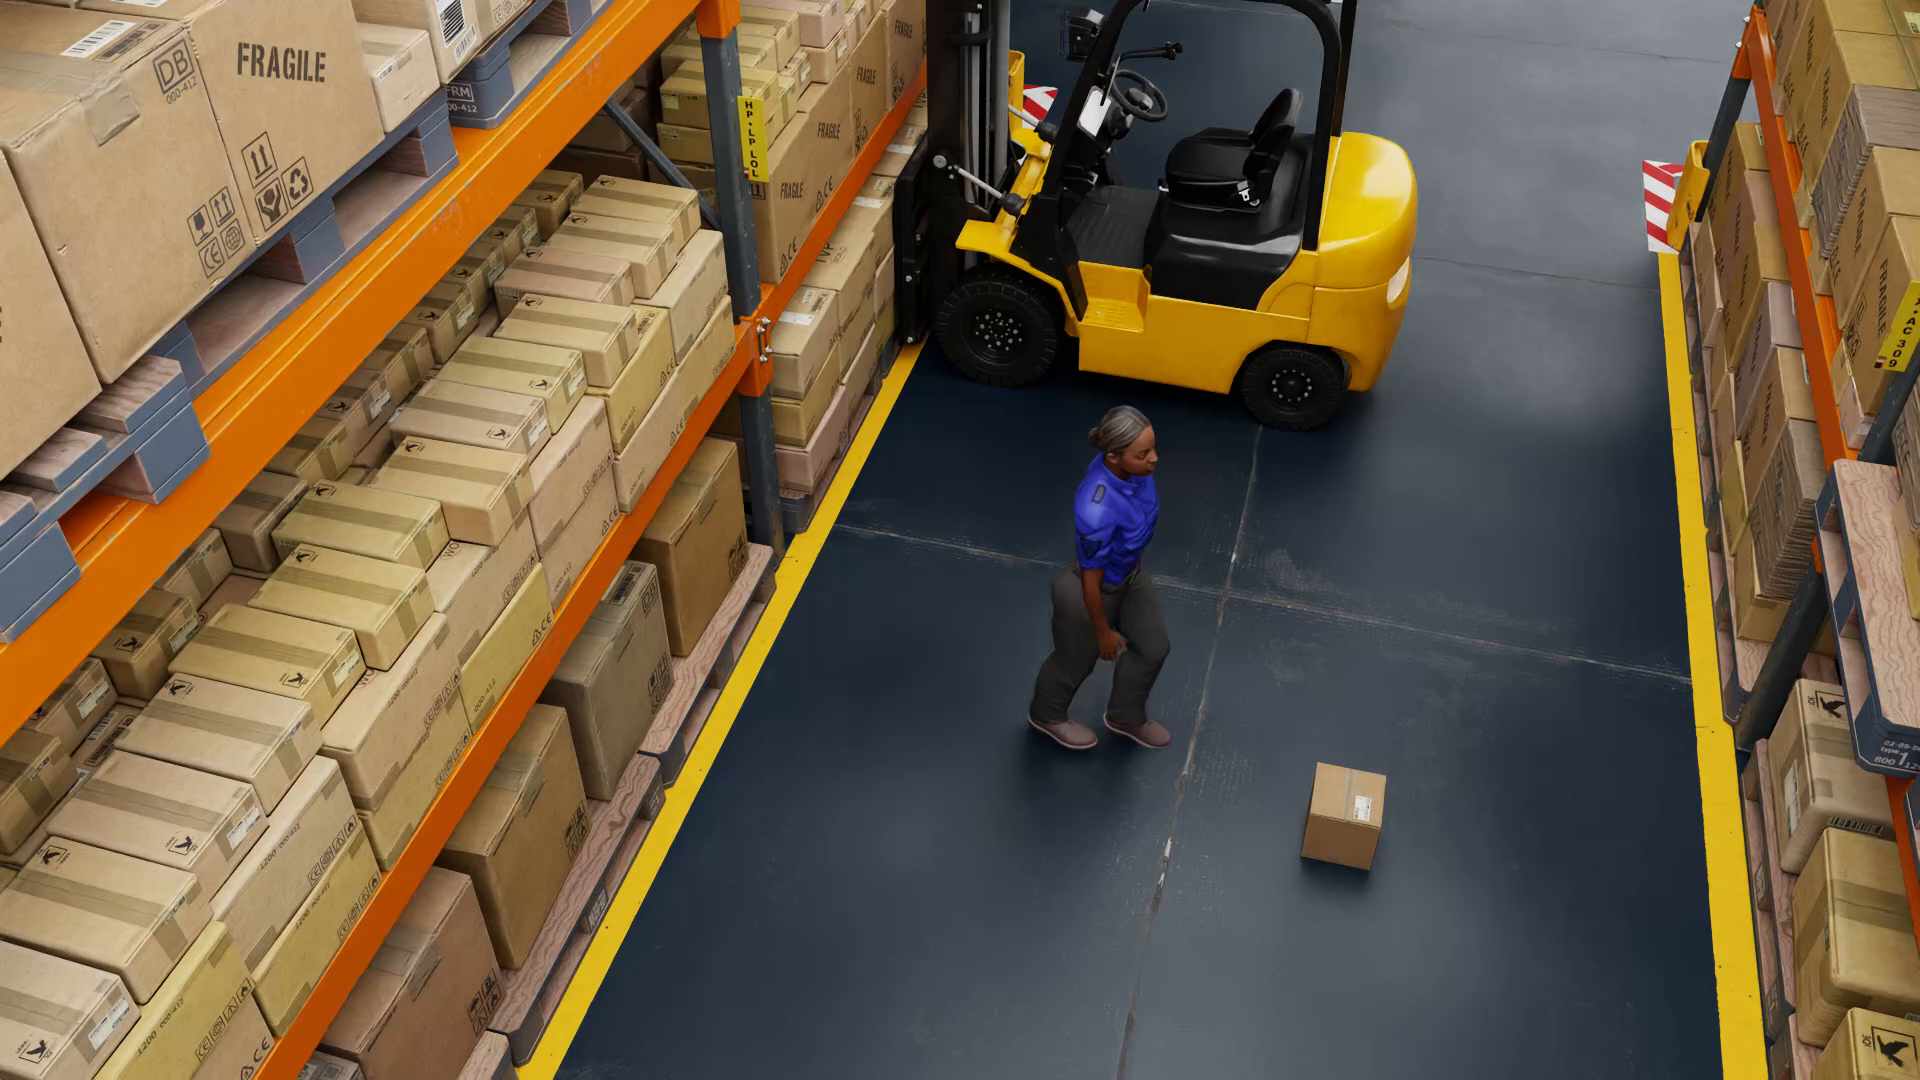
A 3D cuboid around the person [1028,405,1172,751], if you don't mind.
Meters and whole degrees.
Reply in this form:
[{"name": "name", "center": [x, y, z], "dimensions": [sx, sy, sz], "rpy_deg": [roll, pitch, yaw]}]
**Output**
[{"name": "person", "center": [0.506, 0.196, 5.947], "dimensions": [0.530, 1.694, 0.465], "rpy_deg": [20, 45, 22]}]
